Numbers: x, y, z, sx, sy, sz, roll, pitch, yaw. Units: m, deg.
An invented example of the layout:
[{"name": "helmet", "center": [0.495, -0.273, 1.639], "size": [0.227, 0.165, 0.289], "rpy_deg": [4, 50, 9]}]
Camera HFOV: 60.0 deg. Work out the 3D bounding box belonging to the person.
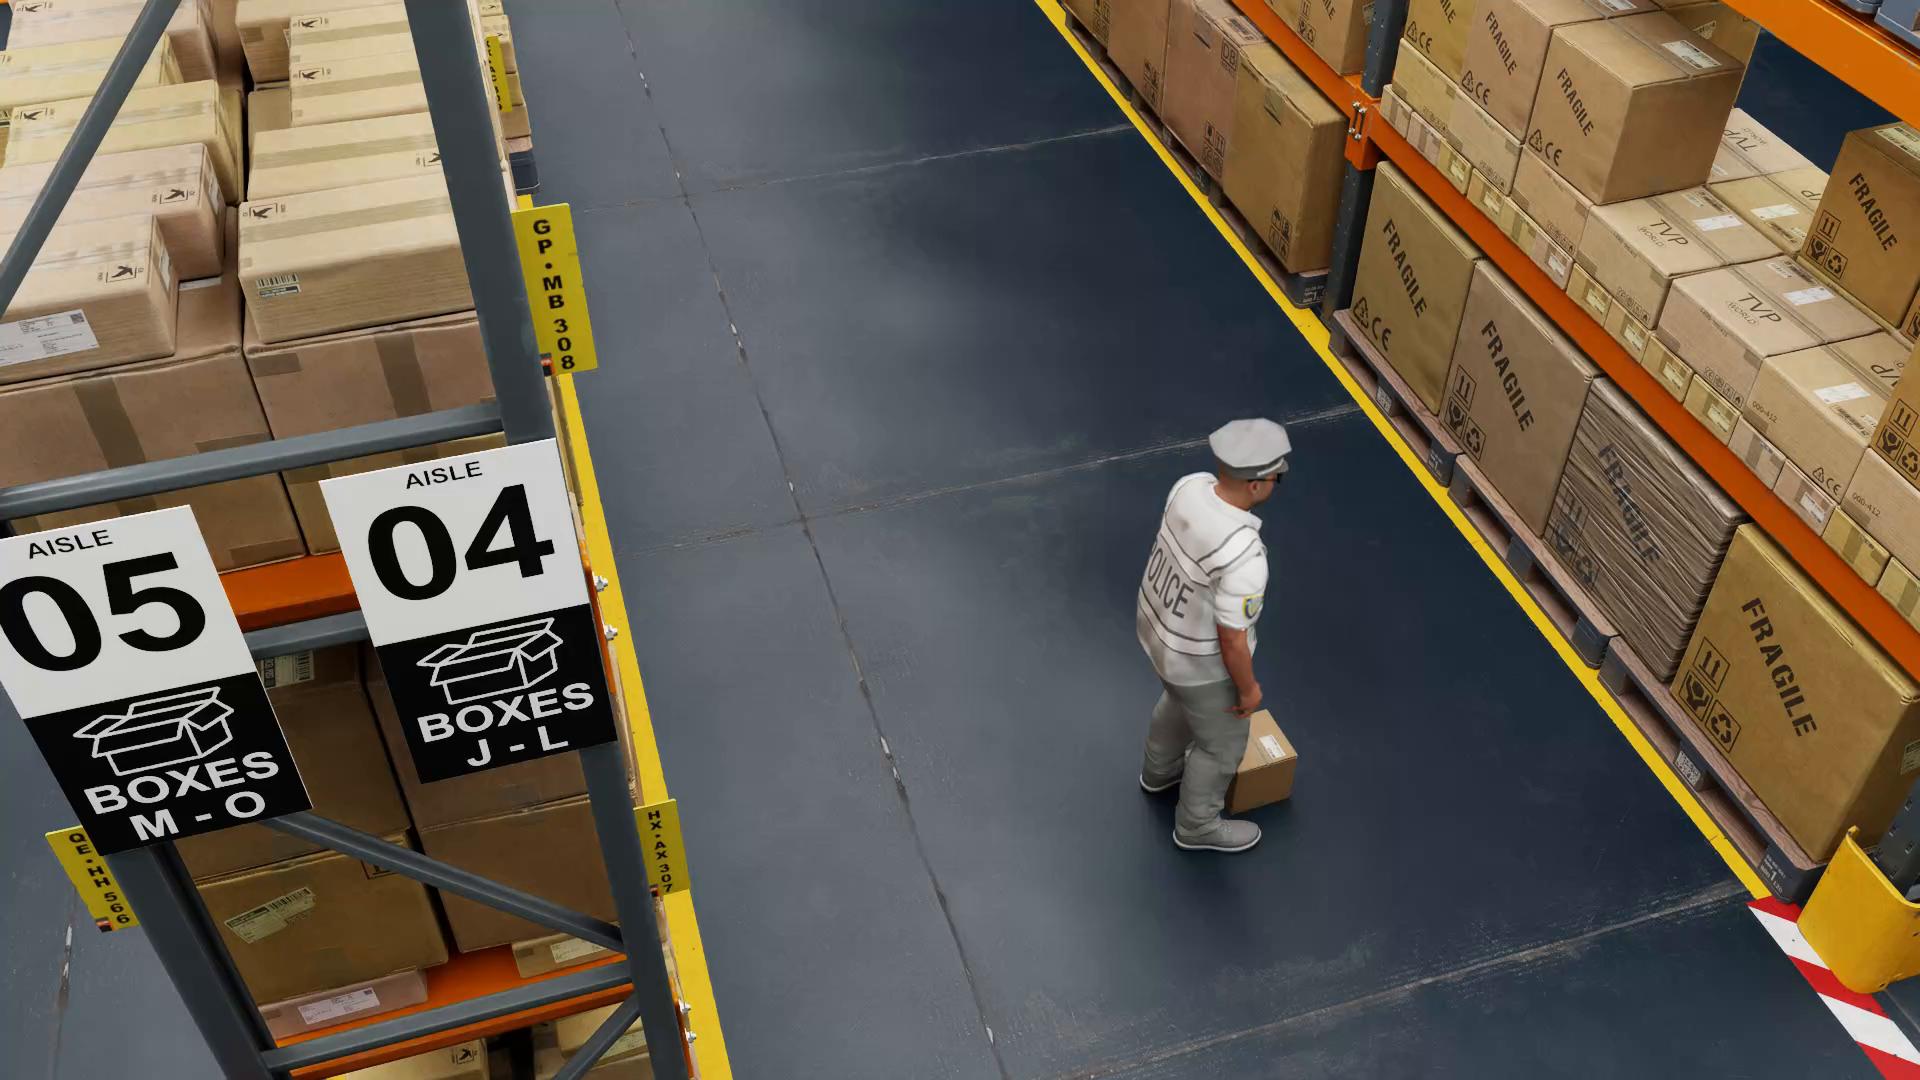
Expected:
[{"name": "person", "center": [0.846, 0.351, 5.763], "size": [0.433, 1.748, 0.584], "rpy_deg": [-12, 43, -13]}]
